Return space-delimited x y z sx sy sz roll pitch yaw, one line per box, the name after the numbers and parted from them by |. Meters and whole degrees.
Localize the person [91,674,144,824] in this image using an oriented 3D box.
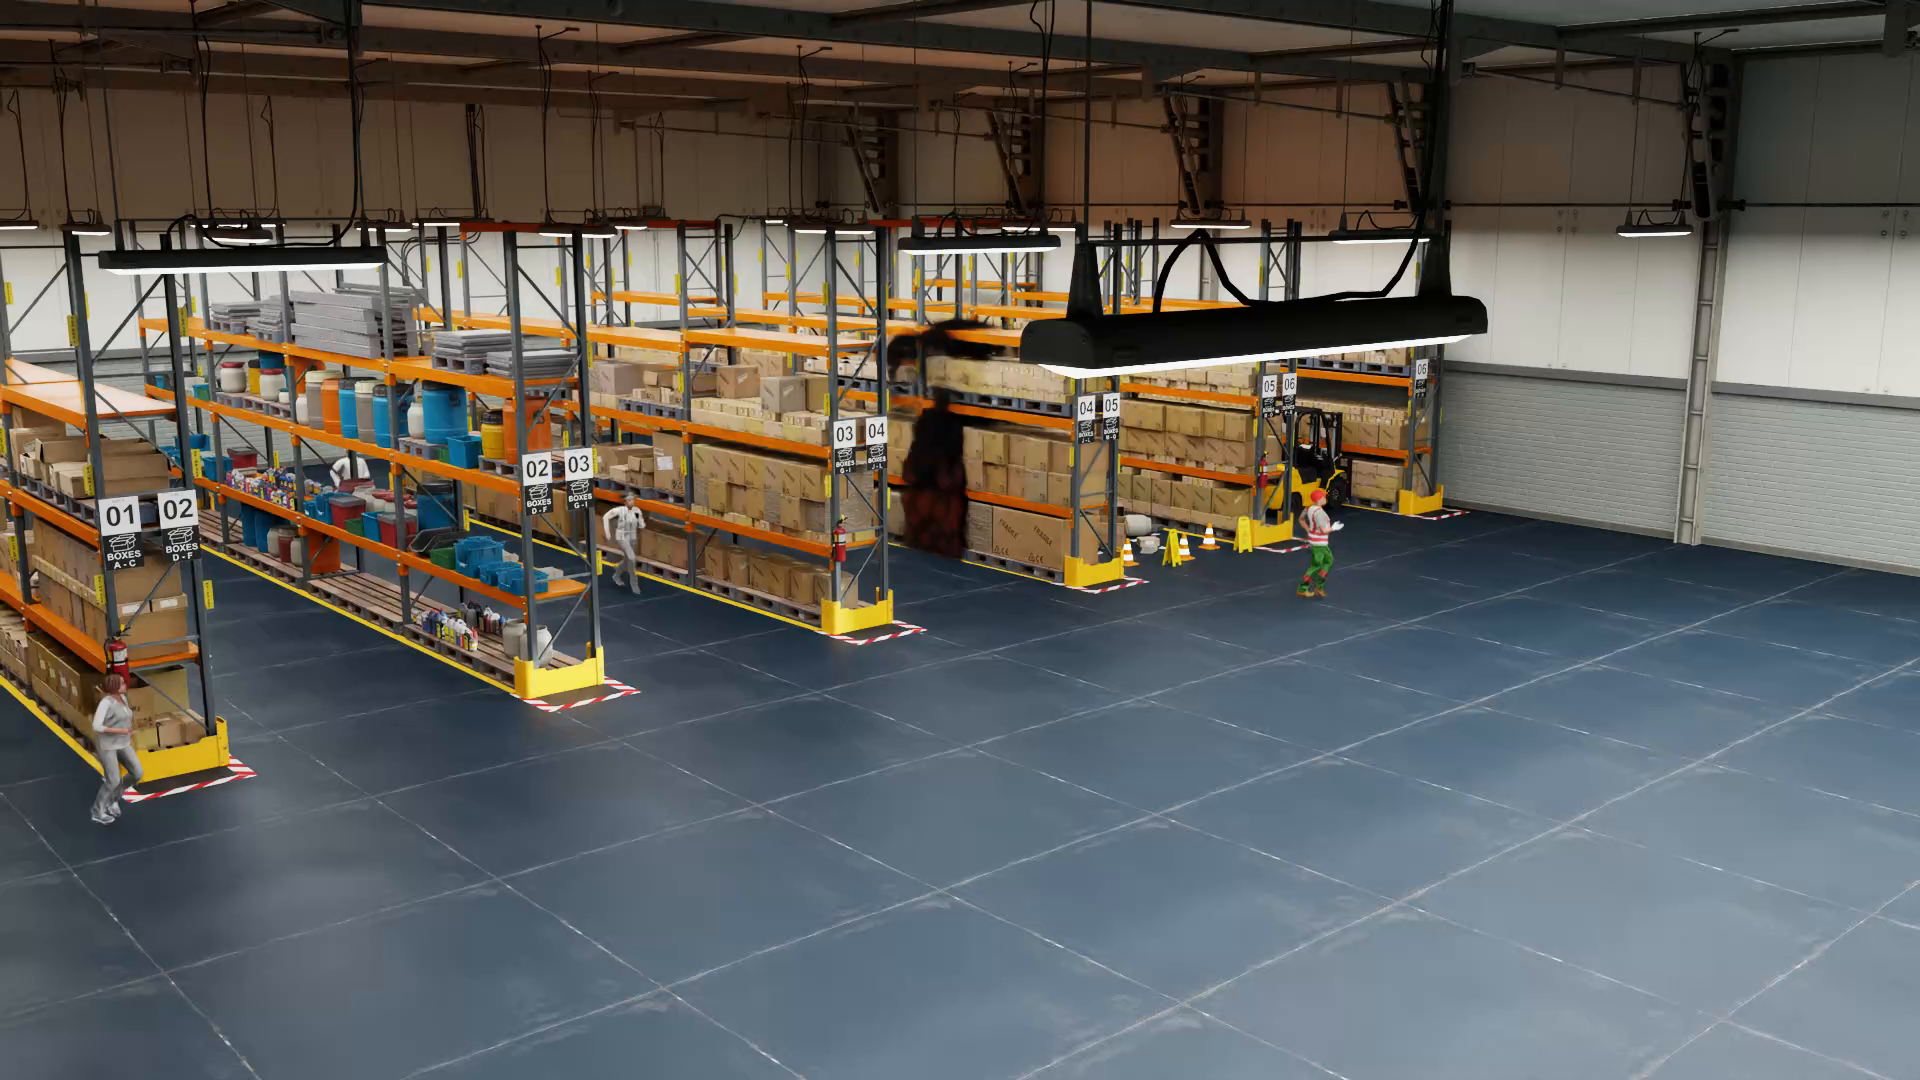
-8.751 2.149 17.326 0.540 1.535 0.543 2 12 12 | person

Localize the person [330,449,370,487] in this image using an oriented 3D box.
-11.716 -0.975 32.250 0.653 1.734 0.704 8 14 35 | person

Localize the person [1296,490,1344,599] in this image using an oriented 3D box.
5.824 0.084 26.934 0.705 1.824 0.632 0 11 1 | person

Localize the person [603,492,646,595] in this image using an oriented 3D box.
-5.534 0.026 27.525 0.636 1.726 0.827 -11 16 -42 | person
